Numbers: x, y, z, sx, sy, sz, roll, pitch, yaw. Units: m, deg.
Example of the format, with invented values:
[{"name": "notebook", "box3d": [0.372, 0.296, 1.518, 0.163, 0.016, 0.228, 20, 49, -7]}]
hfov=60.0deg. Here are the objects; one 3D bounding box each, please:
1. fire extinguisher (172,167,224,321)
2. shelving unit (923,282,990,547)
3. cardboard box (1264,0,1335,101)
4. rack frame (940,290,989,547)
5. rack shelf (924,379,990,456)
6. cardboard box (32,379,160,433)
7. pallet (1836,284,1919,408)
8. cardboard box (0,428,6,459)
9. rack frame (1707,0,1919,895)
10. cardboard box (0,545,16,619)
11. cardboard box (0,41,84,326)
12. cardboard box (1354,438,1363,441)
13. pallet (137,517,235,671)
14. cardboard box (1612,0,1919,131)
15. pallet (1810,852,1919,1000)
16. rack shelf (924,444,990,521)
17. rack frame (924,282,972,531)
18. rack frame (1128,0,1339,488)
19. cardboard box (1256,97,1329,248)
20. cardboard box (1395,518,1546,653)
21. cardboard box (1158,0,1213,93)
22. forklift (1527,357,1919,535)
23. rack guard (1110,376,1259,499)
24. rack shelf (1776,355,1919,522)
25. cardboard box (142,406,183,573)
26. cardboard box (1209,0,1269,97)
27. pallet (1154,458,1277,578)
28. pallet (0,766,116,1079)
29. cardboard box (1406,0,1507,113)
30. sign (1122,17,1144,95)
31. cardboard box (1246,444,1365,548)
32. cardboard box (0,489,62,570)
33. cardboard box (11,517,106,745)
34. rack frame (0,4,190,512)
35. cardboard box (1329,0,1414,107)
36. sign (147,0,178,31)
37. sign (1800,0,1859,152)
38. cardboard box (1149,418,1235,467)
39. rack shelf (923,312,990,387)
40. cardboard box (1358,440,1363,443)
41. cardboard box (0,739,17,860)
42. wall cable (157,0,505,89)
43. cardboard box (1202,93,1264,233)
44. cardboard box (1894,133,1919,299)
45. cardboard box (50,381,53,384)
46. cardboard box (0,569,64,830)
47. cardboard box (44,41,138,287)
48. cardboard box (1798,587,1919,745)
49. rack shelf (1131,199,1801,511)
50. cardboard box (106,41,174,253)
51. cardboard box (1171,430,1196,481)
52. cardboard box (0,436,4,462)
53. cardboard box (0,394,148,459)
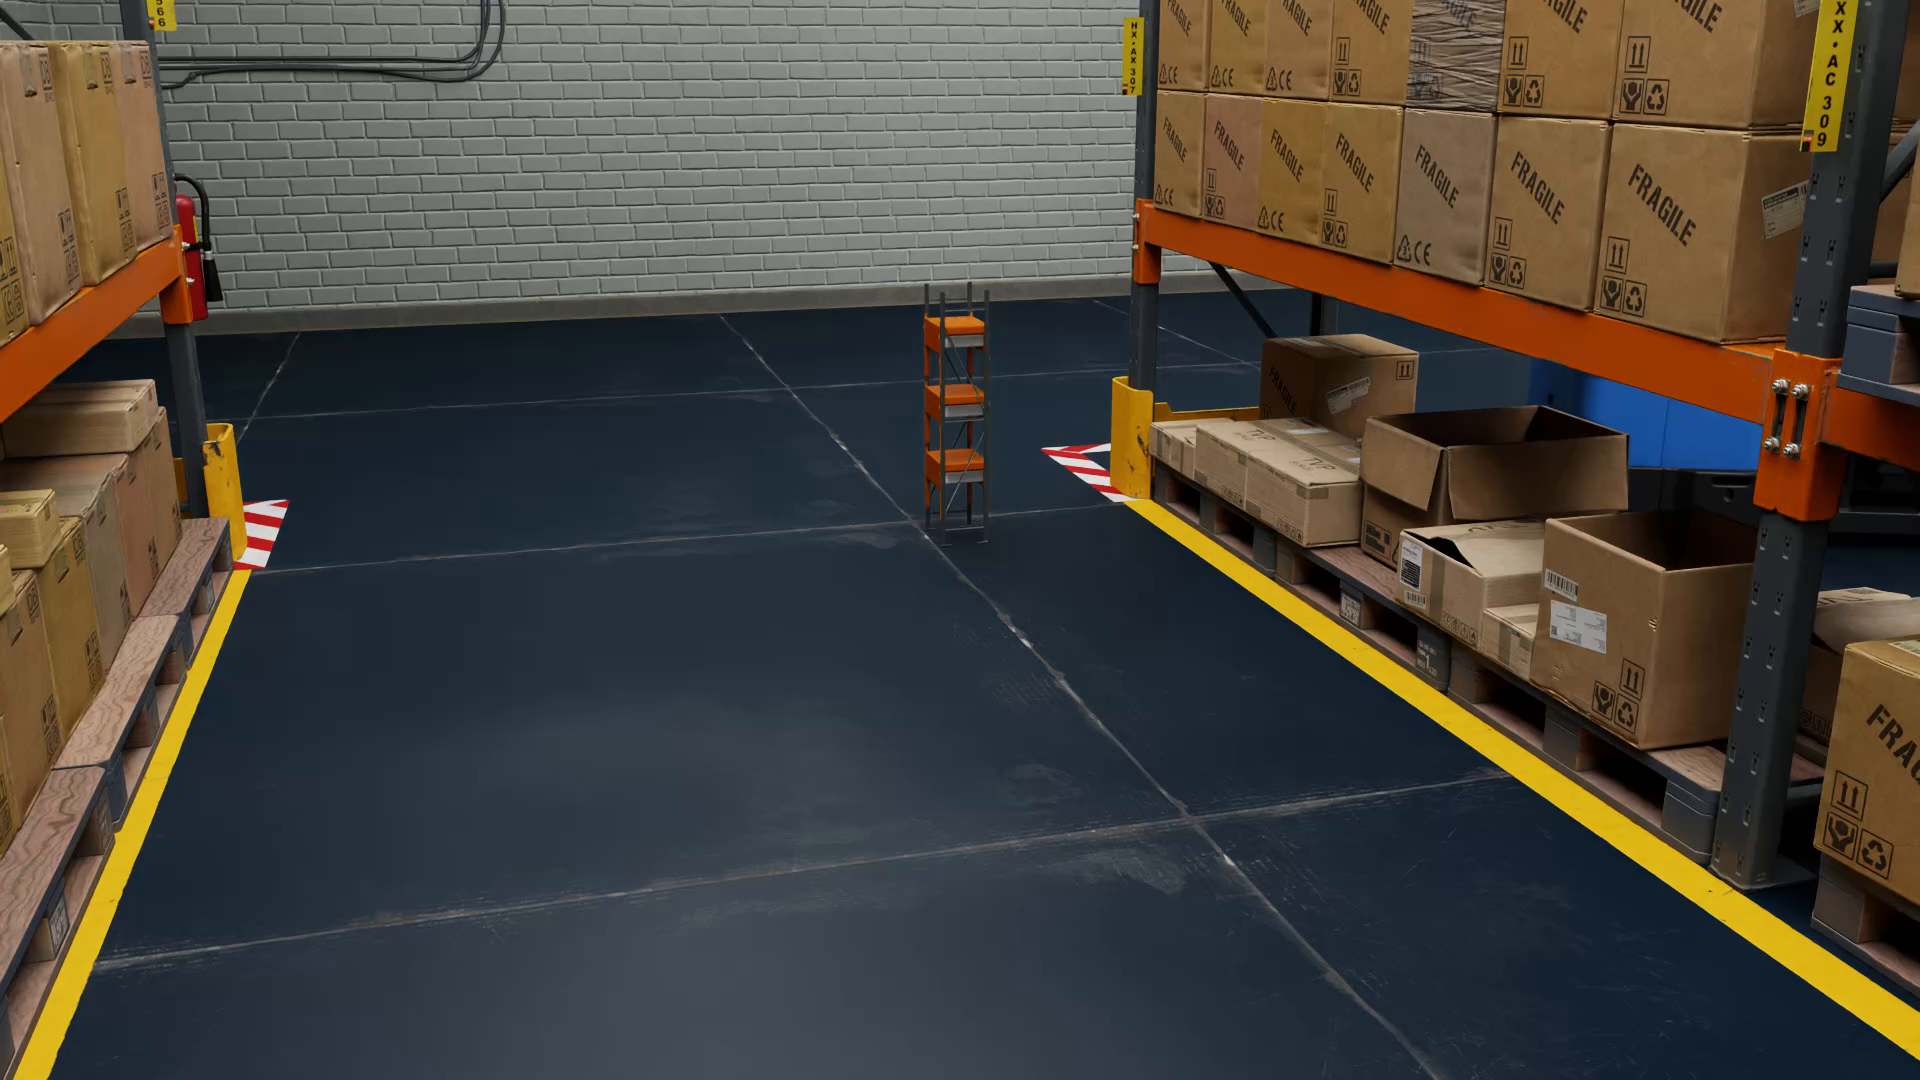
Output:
[{"name": "fire extinguisher", "box3d": [-3.082, -1.202, 6.523, 0.296, 0.674, 0.183, -5, 17, -15]}, {"name": "shelving unit", "box3d": [-0.015, -0.518, 6.850, 0.215, 1.050, 0.252, -5, 17, -15]}, {"name": "cardboard box", "box3d": [1.430, -1.833, 5.927, 0.500, 0.500, 0.500, -4, 17, -14]}, {"name": "rack frame", "box3d": [0.019, -0.484, 6.738, 0.200, 1.050, 0.008, -5, 17, -15]}, {"name": "rack shelf", "box3d": [-0.015, -0.507, 6.853, 0.215, 0.259, 0.240, -5, 17, -15]}, {"name": "cardboard box", "box3d": [-2.985, -0.447, 5.715, 0.380, 0.149, 0.250, -5, 17, -16]}, {"name": "pallet", "box3d": [2.492, -0.304, 3.085, 1.003, 0.211, 1.213, -5, 17, -15]}, {"name": "cardboard box", "box3d": [-3.282, -0.347, 5.382, 0.380, 0.149, 0.250, -5, 17, -15]}, {"name": "rack frame", "box3d": [2.377, -0.626, 3.822, 1.000, 3.000, 0.127, -5, 17, -15]}, {"name": "cardboard box", "box3d": [-2.411, 0.128, 3.799, 0.380, 0.149, 0.250, -4, 17, -13]}, {"name": "cardboard box", "box3d": [-2.923, -0.931, 4.316, 0.980, 0.700, 0.700, -6, 18, -18]}, {"name": "cardboard box", "box3d": [1.689, -0.336, 7.017, 0.380, 0.166, 0.250, -5, 17, -15]}, {"name": "pallet", "box3d": [-3.189, 0.211, 5.883, 1.003, 0.211, 1.213, -5, 17, -15]}, {"name": "cardboard box", "box3d": [1.989, -1.272, 4.061, 0.500, 0.500, 0.500, -5, 17, -15]}, {"name": "pallet", "box3d": [2.637, 0.932, 3.484, 1.003, 0.211, 1.213, -5, 17, -15]}, {"name": "rack shelf", "box3d": [-0.015, -0.241, 6.933, 0.215, 0.259, 0.240, -5, 17, -15]}, {"name": "rack frame", "box3d": [-0.048, -0.551, 6.963, 0.200, 1.050, 0.008, -5, 17, -15]}, {"name": "rack frame", "box3d": [1.278, -1.732, 7.505, 1.000, 3.000, 0.127, -5, 17, -15]}, {"name": "cardboard box", "box3d": [1.428, -1.355, 6.076, 0.500, 0.500, 0.500, -5, 17, -15]}, {"name": "cardboard box", "box3d": [1.742, 0.108, 5.286, 0.500, 0.311, 0.500, -5, 17, -15]}, {"name": "cardboard box", "box3d": [1.146, -2.115, 6.869, 0.500, 0.500, 0.500, -4, 17, -14]}, {"name": "forklift", "box3d": [4.090, -1.507, 6.876, 3.031, 2.935, 1.130, 2, 17, 7]}, {"name": "rack guard", "box3d": [1.299, -0.514, 7.795, 1.175, 0.500, 0.348, -5, 17, -15]}, {"name": "rack shelf", "box3d": [2.927, 0.272, 2.084, 1.077, 0.370, 4.000, -5, 17, -15]}, {"name": "cardboard box", "box3d": [-3.196, -0.158, 5.879, 0.700, 0.500, 0.500, -5, 17, -15]}, {"name": "cardboard box", "box3d": [1.297, -1.971, 6.389, 0.500, 0.500, 0.500, -5, 17, -15]}, {"name": "pallet", "box3d": [1.519, -0.155, 7.102, 1.003, 0.211, 1.213, -5, 17, -15]}, {"name": "pallet", "box3d": [-2.519, 0.886, 3.636, 1.003, 0.211, 1.213, -5, 17, -15]}, {"name": "cardboard box", "box3d": [1.707, -1.553, 4.996, 0.500, 0.500, 0.500, -5, 17, -15]}, {"name": "sign", "box3d": [0.756, -2.104, 7.238, 0.100, 0.325, 0.005, -5, 17, -15]}, {"name": "cardboard box", "box3d": [1.429, -0.177, 6.341, 0.500, 0.250, 0.500, -5, 17, -15]}, {"name": "cardboard box", "box3d": [-2.554, -0.016, 4.280, 0.380, 0.149, 0.250, -5, 17, -17]}, {"name": "cardboard box", "box3d": [-2.766, 0.266, 4.466, 0.700, 0.500, 0.500, -4, 17, -14]}, {"name": "rack frame", "box3d": [-3.481, -1.340, 6.199, 0.949, 2.616, 0.053, -5, 17, -15]}, {"name": "cardboard box", "box3d": [1.570, -1.692, 5.460, 0.500, 0.500, 0.500, -5, 17, -16]}, {"name": "sign", "box3d": [-2.959, -2.047, 6.127, 0.100, 0.325, 0.005, -5, 17, -15]}, {"name": "sign", "box3d": [1.857, -0.995, 3.547, 0.100, 0.325, 0.005, -5, 17, -15]}, {"name": "cardboard box", "box3d": [1.062, -0.435, 7.376, 0.380, 0.149, 0.250, -5, 17, -15]}, {"name": "rack shelf", "box3d": [-0.015, -0.779, 6.772, 0.215, 0.259, 0.240, -5, 17, -15]}, {"name": "cardboard box", "box3d": [1.896, -0.230, 6.519, 0.500, 0.250, 0.500, -5, 17, -15]}, {"name": "cardboard box", "box3d": [-2.492, 0.548, 3.529, 0.700, 0.500, 0.500, -4, 17, -15]}, {"name": "wall cable", "box3d": [-4.695, -4.318, 11.084, 3.097, 2.526, 0.112, -5, 17, -15]}, {"name": "cardboard box", "box3d": [1.293, -1.494, 6.539, 0.500, 0.500, 0.500, -5, 17, -16]}, {"name": "cardboard box", "box3d": [2.292, -0.726, 3.252, 0.700, 0.500, 0.500, -12, 20, -34]}, {"name": "cardboard box", "box3d": [-3.422, -0.487, 5.848, 0.380, 0.149, 0.250, -5, 17, -15]}, {"name": "cardboard box", "box3d": [-2.627, 0.409, 3.993, 0.700, 0.500, 0.500, -5, 17, -16]}, {"name": "cardboard box", "box3d": [-3.124, -1.143, 5.021, 0.980, 0.700, 0.700, -5, 17, -16]}, {"name": "cardboard box", "box3d": [2.470, 0.318, 4.589, 0.500, 0.311, 0.500, -5, 17, -15]}, {"name": "rack shelf", "box3d": [1.827, -0.835, 5.767, 1.077, 0.370, 4.000, -5, 17, -15]}, {"name": "cardboard box", "box3d": [-3.334, -1.343, 5.688, 0.980, 0.700, 0.700, -4, 17, -13]}, {"name": "cardboard box", "box3d": [1.131, -0.374, 7.143, 0.380, 0.166, 0.250, -5, 17, -15]}, {"name": "cardboard box", "box3d": [-3.214, -0.278, 5.151, 0.380, 0.149, 0.250, -5, 17, -15]}, {"name": "cardboard box", "box3d": [-2.914, -0.377, 5.480, 0.380, 0.149, 0.250, -4, 17, -14]}]
